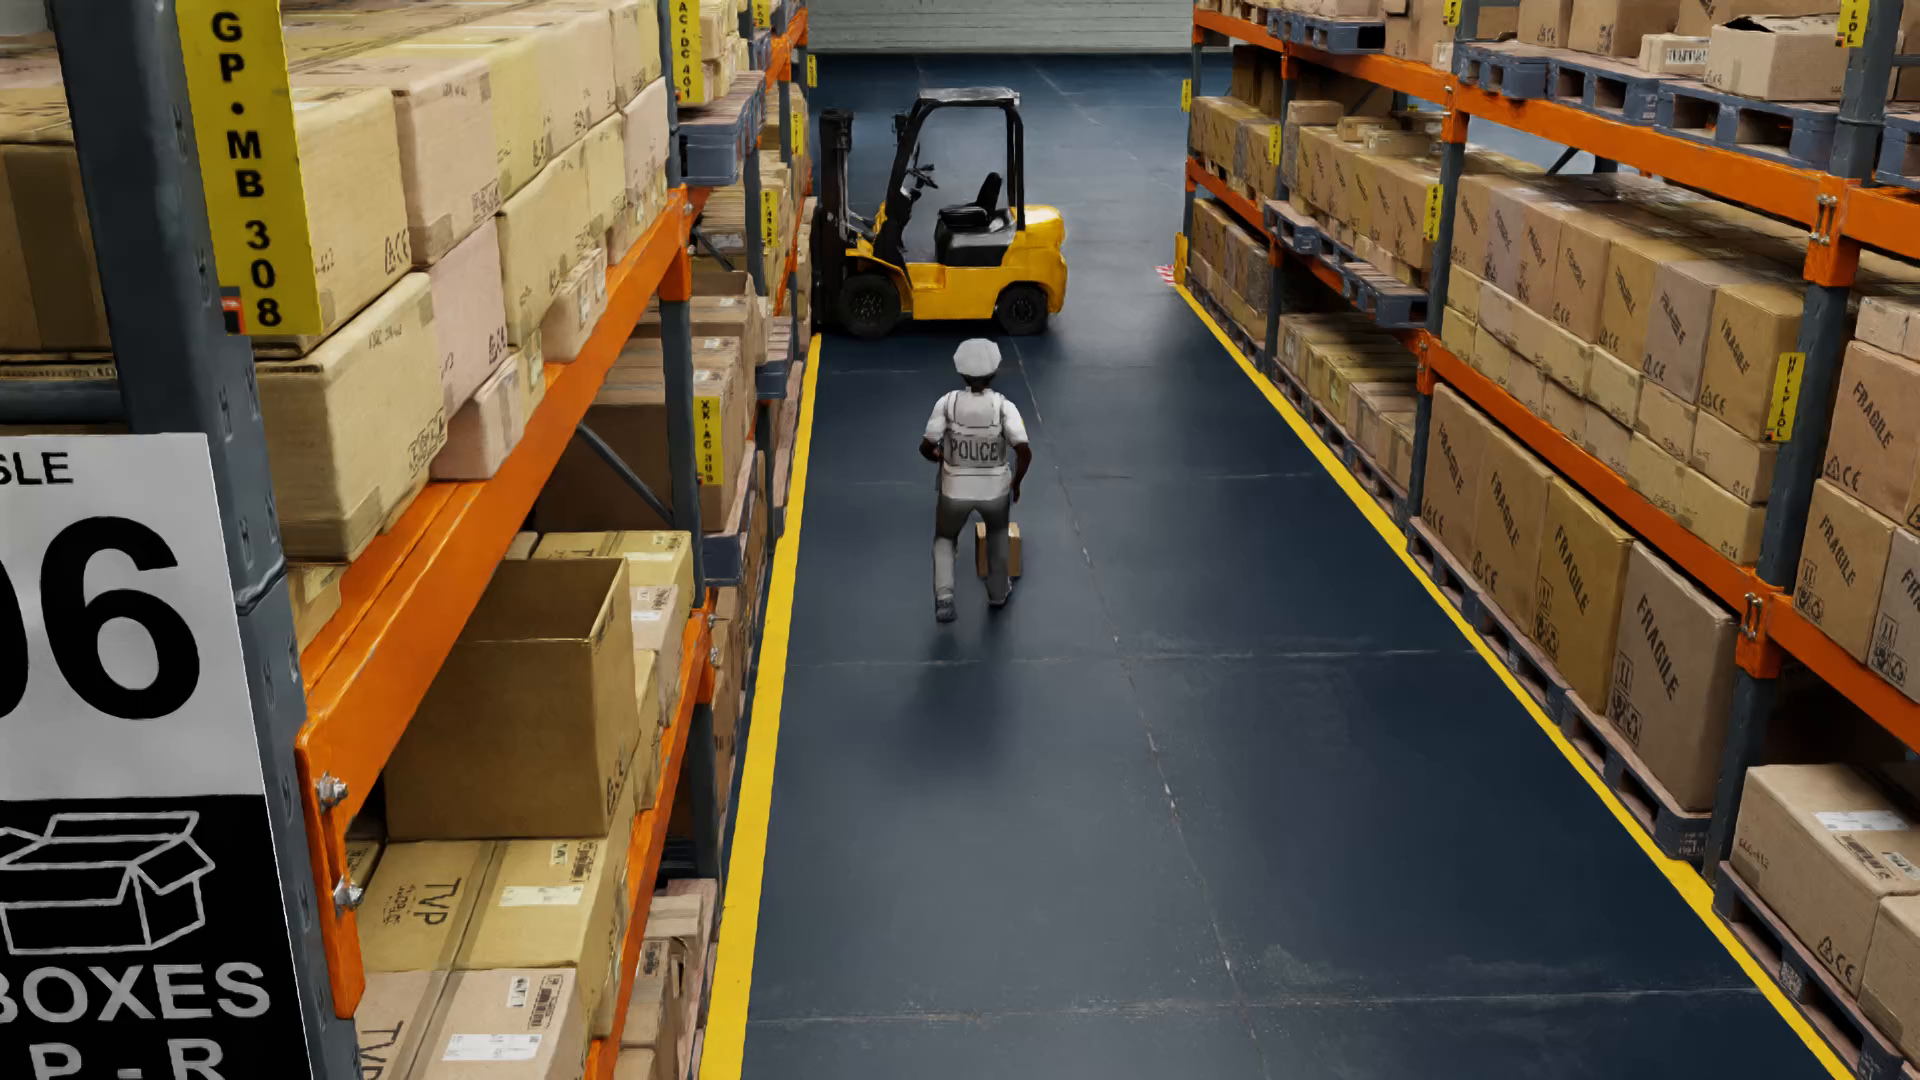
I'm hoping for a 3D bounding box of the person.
[{"bbox_3d":[0.072,-0.341,9.036,0.583,1.597,0.759,-1,21,-2],"label":"person"}]
